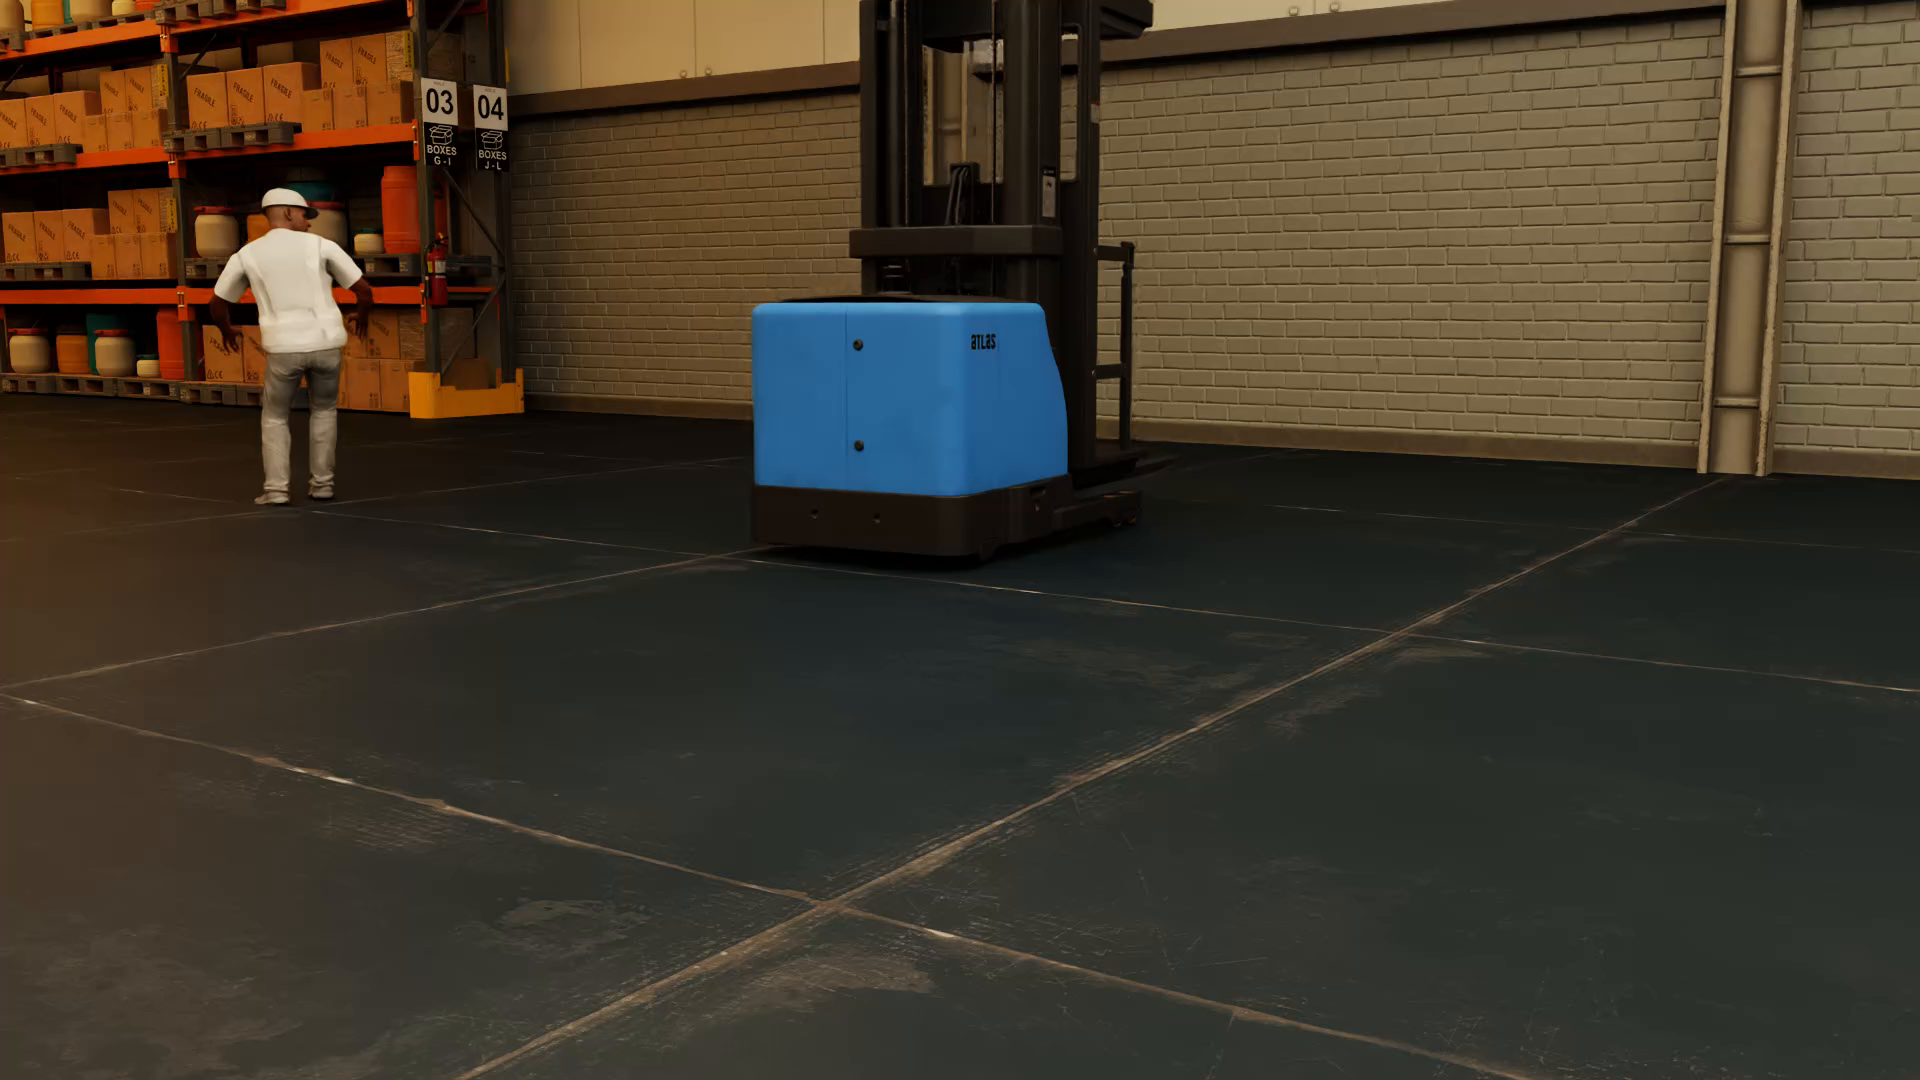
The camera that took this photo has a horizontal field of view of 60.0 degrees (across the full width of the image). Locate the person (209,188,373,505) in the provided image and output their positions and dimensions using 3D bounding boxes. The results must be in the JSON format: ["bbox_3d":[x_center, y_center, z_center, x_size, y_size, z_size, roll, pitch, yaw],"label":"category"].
[{"bbox_3d":[-3.626,-1.043,9.057,0.821,1.716,0.645,-3,9,-22],"label":"person"}]

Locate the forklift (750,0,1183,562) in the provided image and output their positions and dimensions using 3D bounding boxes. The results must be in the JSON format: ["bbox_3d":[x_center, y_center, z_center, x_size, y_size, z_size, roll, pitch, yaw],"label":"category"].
[{"bbox_3d":[0.244,-1.531,7.959,1.130,2.935,3.031,4,9,28],"label":"forklift"}]
